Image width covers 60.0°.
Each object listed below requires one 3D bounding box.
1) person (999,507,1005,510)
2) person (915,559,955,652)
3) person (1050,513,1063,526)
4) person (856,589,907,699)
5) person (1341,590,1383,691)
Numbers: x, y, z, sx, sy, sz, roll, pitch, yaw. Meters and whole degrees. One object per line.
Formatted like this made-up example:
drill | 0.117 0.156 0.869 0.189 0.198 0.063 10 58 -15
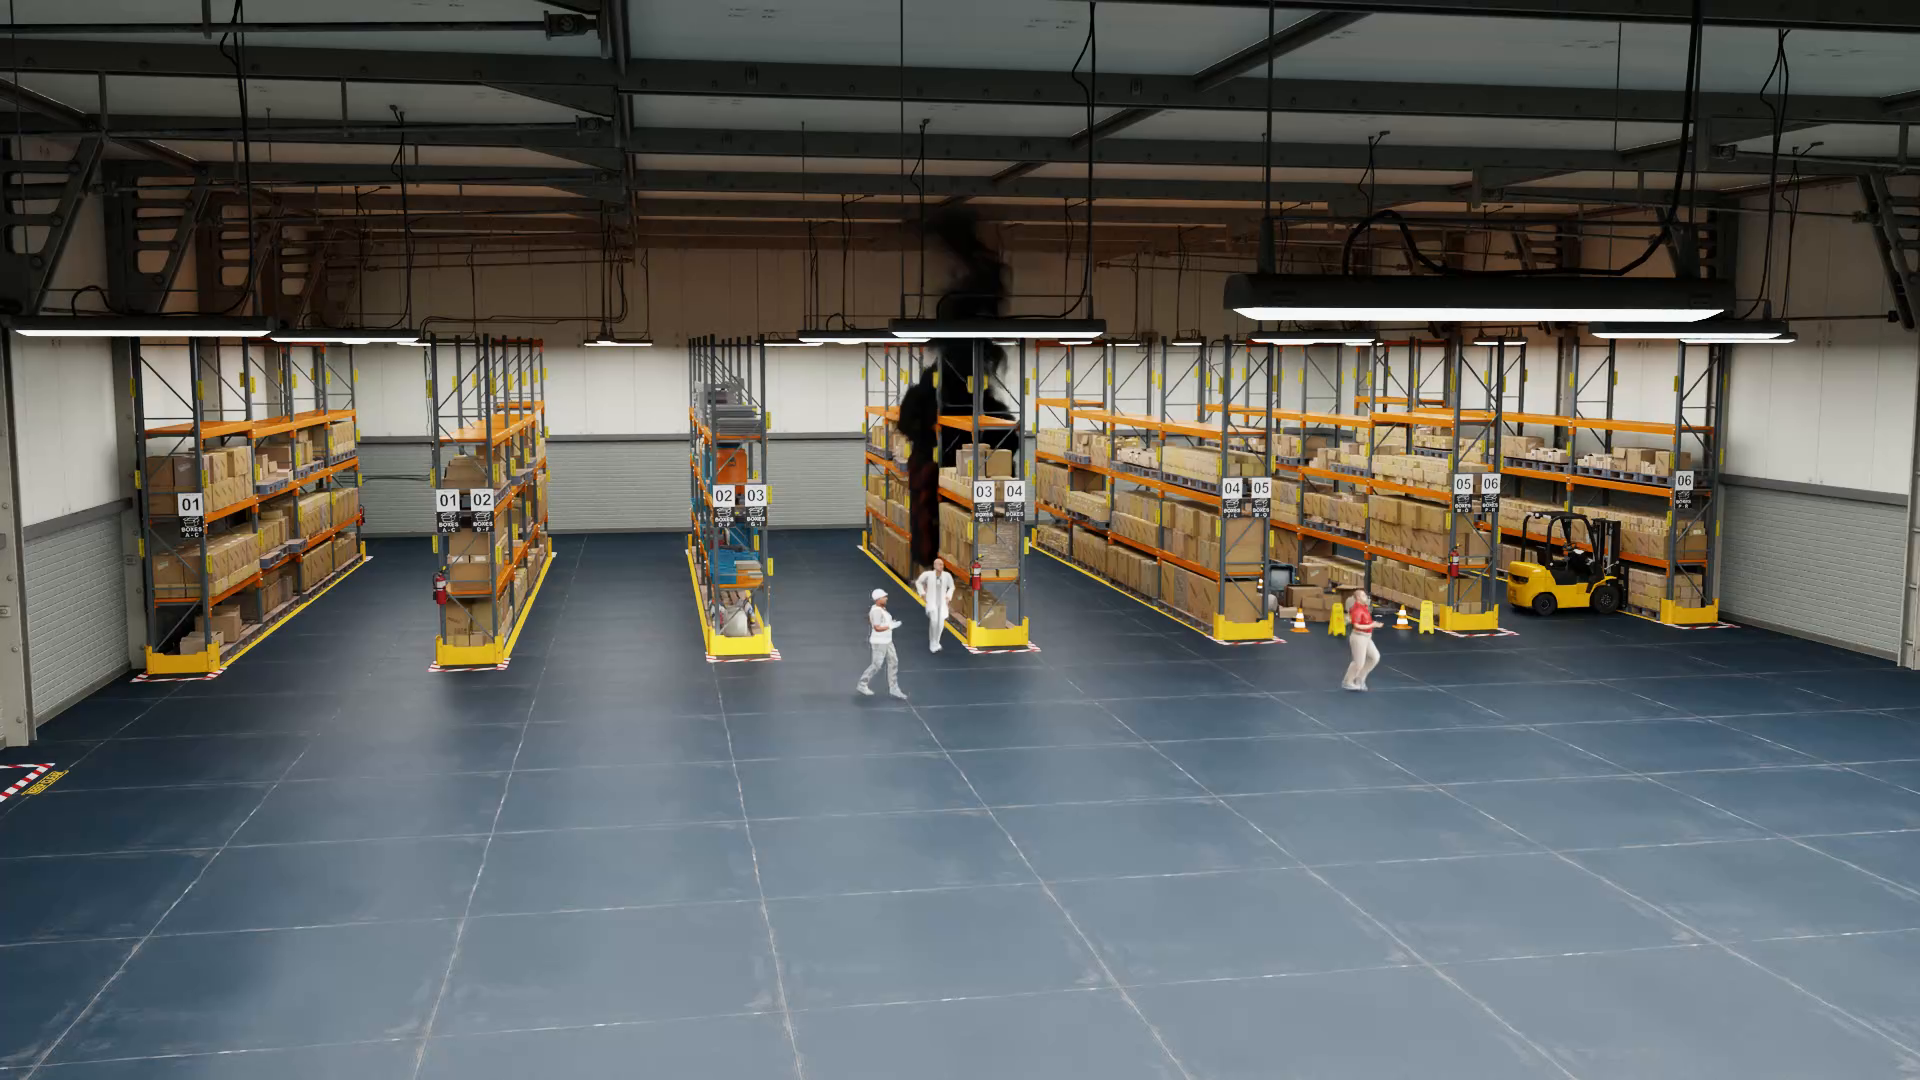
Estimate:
person | 1.222 -0.534 47.020 0.703 1.816 0.805 -1 7 -8
person | -0.441 1.237 31.640 0.726 1.772 0.676 -2 7 -16
person | 2.930 -0.801 50.076 0.612 1.586 0.674 4 8 32
person | -1.291 1.705 27.213 0.828 1.820 0.668 1 7 12
person | 6.754 1.703 27.827 0.676 1.755 0.643 3 7 28
